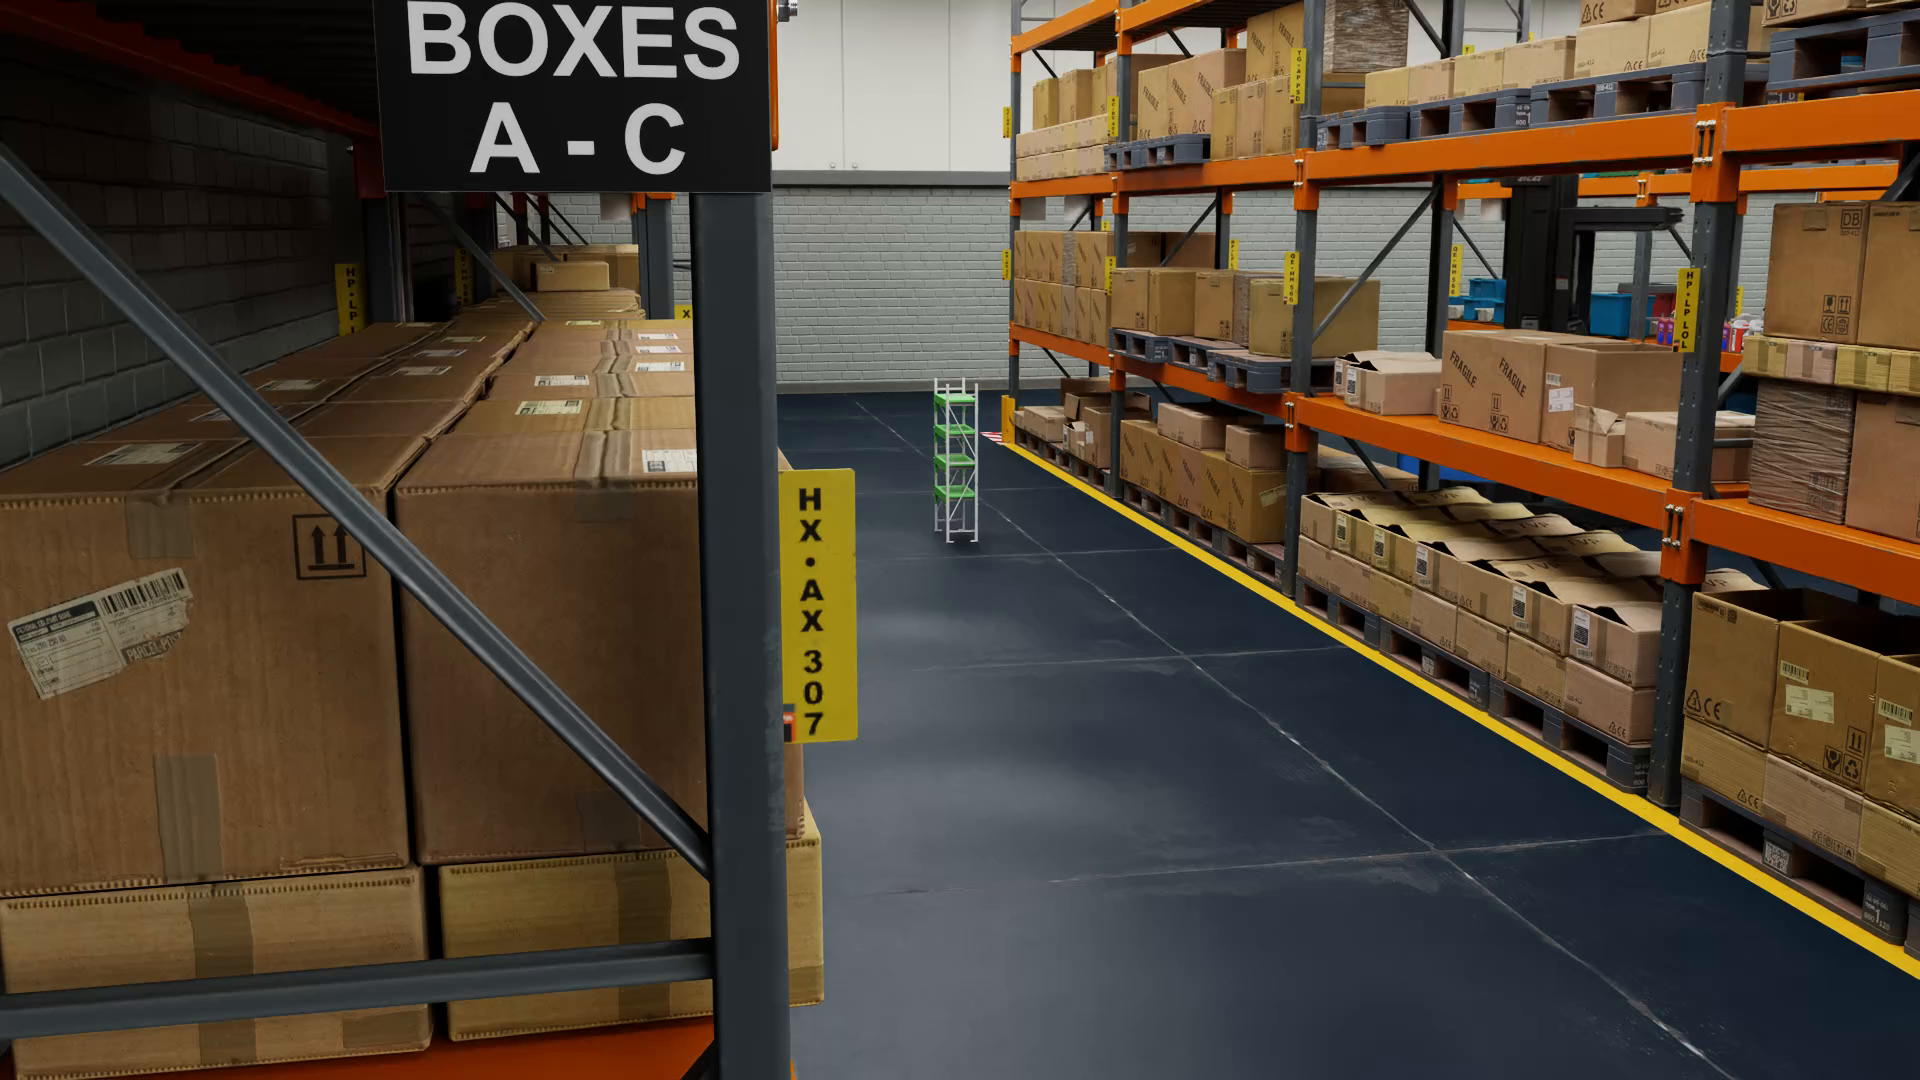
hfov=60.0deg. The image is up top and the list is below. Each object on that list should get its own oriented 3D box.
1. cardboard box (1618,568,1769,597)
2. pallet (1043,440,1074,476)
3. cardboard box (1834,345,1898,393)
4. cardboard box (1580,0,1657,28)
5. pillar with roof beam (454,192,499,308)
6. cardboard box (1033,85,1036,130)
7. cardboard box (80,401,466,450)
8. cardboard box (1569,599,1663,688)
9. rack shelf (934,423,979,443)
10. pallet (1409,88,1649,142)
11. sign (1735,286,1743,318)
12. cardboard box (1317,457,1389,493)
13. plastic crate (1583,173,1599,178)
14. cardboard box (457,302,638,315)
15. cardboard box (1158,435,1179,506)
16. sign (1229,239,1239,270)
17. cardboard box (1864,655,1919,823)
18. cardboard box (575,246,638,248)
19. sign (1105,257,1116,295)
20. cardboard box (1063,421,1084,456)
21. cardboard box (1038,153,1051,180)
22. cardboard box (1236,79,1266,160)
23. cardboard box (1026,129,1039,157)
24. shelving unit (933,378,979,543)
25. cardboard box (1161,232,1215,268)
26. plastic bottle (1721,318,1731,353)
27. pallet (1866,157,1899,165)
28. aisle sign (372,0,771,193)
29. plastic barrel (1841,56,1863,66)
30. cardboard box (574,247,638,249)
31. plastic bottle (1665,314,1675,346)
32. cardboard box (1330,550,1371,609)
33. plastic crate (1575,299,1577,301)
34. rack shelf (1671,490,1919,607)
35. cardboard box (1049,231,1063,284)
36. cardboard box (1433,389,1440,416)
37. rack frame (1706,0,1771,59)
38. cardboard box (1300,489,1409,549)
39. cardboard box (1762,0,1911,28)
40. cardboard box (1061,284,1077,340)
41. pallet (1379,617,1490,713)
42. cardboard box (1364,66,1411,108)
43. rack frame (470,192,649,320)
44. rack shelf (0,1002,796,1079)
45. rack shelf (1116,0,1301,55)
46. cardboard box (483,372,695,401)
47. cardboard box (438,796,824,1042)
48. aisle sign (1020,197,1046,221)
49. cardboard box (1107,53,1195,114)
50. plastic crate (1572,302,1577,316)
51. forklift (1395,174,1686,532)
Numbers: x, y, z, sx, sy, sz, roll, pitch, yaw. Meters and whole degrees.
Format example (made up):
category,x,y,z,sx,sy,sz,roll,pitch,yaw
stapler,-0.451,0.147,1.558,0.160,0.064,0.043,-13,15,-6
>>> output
category,x,y,z,sx,sy,sz,roll,pitch,yaw
cardboard box,3.449,0.302,7.818,0.500,0.311,0.500,-2,11,-12
pallet,1.448,-0.838,16.533,1.003,0.211,1.213,-2,11,-11
cardboard box,3.340,-0.608,5.867,0.380,0.149,0.250,-2,11,-13
cardboard box,3.162,-2.583,7.494,0.500,0.500,0.500,-1,11,-6
pillar with roof beam,0.201,-4.877,14.253,9.100,9.000,0.400,-2,11,-11
cardboard box,1.159,-4.511,17.412,0.700,0.500,0.500,-2,11,-11
cardboard box,-1.092,0.048,2.762,0.500,0.500,0.500,-2,11,-10
cardboard box,3.017,0.415,7.225,0.500,0.311,0.500,-2,11,-11
rack shelf,-0.032,-0.793,12.711,0.258,0.148,0.480,-2,11,-11
pallet,3.039,-2.178,8.601,1.003,0.211,1.213,-2,11,-8
sign,7.221,-2.192,15.453,0.100,0.325,0.005,-2,11,-11
cardboard box,2.684,-0.302,11.767,0.500,0.500,0.500,-3,11,-13
plastic crate,6.190,-3.583,15.927,0.416,0.233,0.300,-2,11,-11
cardboard box,-1.807,-0.791,7.388,0.700,0.500,0.500,-1,11,-3
cardboard box,1.881,-0.559,13.118,0.500,0.500,0.500,-2,11,-10
sign,2.365,-2.447,14.434,0.100,0.325,0.005,-2,11,-11
cardboard box,3.355,0.666,5.401,0.500,0.500,0.500,-2,11,-11
cardboard box,-2.506,-1.986,11.986,0.500,0.250,0.500,-2,11,-10
sign,1.290,-2.261,14.241,0.100,0.325,0.005,-2,11,-11
cardboard box,1.286,-0.984,15.860,0.500,0.311,0.500,-2,11,-11
cardboard box,1.077,-3.704,16.511,0.500,0.250,0.500,-2,11,-11
cardboard box,2.382,-2.819,11.194,0.910,0.500,0.500,-2,11,-11
cardboard box,0.978,-4.041,16.946,0.500,0.250,0.500,-2,11,-11
shelving unit,-0.032,-0.620,12.744,0.258,1.200,0.503,-2,11,-11
cardboard box,2.006,-2.494,14.838,0.500,0.500,0.500,-2,11,-10
plastic bottle,6.506,-1.734,14.096,0.061,0.283,0.133,-2,11,-11
pallet,7.406,-2.828,12.014,1.003,0.211,1.213,-2,11,-11
aisle sign,-0.395,-0.750,1.664,0.394,0.787,0.004,-2,11,-11
plastic barrel,7.163,-3.655,13.393,0.600,0.901,0.708,-2,11,-11
cardboard box,-2.406,-1.893,11.495,0.500,0.250,0.500,-2,11,-12
plastic bottle,6.359,-1.872,14.823,0.061,0.283,0.133,-2,11,-11
cardboard box,2.512,0.220,9.751,0.500,0.250,0.500,-2,11,-13
plastic crate,6.564,-2.295,16.887,0.437,0.282,0.530,-2,11,-11
rack shelf,3.766,0.330,4.864,1.077,0.370,4.000,-2,11,-11
cardboard box,1.172,-2.760,16.232,0.500,0.500,0.500,-2,11,-12
cardboard box,2.902,-0.768,9.384,0.380,0.149,0.250,-1,11,-7
rack frame,3.377,-3.337,6.163,1.000,3.000,0.127,-2,11,-11
cardboard box,2.413,-0.148,10.183,0.500,0.311,0.500,-2,11,-9
cardboard box,3.216,-2.086,5.846,0.500,0.500,0.500,-1,11,-6
cardboard box,1.268,-2.177,15.847,0.500,0.500,0.500,-2,11,-10
pallet,2.955,0.622,8.865,1.003,0.211,1.213,-2,11,-11
cardboard box,2.743,-2.649,9.846,0.500,0.250,0.500,-3,11,-15
rack frame,-2.259,-0.943,9.628,1.000,3.000,0.127,-2,11,-11
rack shelf,-1.092,0.511,3.914,1.077,0.370,4.000,-2,11,-11
rack shelf,2.210,-3.888,12.049,1.077,0.370,4.000,-2,11,-11
cardboard box,-0.682,-0.065,3.356,0.500,0.500,0.500,-2,11,-13
cardboard box,-0.487,0.487,2.462,0.500,0.250,0.500,-2,11,-13
aisle sign,0.742,-3.870,18.054,0.394,0.787,0.004,-2,11,-11
cardboard box,1.689,-3.959,14.511,0.700,0.500,0.500,-2,11,-11
plastic crate,6.554,-2.350,17.310,0.416,0.233,0.300,-2,11,-11
forklift,5.161,-1.615,13.345,3.031,2.935,1.130,7,13,31
